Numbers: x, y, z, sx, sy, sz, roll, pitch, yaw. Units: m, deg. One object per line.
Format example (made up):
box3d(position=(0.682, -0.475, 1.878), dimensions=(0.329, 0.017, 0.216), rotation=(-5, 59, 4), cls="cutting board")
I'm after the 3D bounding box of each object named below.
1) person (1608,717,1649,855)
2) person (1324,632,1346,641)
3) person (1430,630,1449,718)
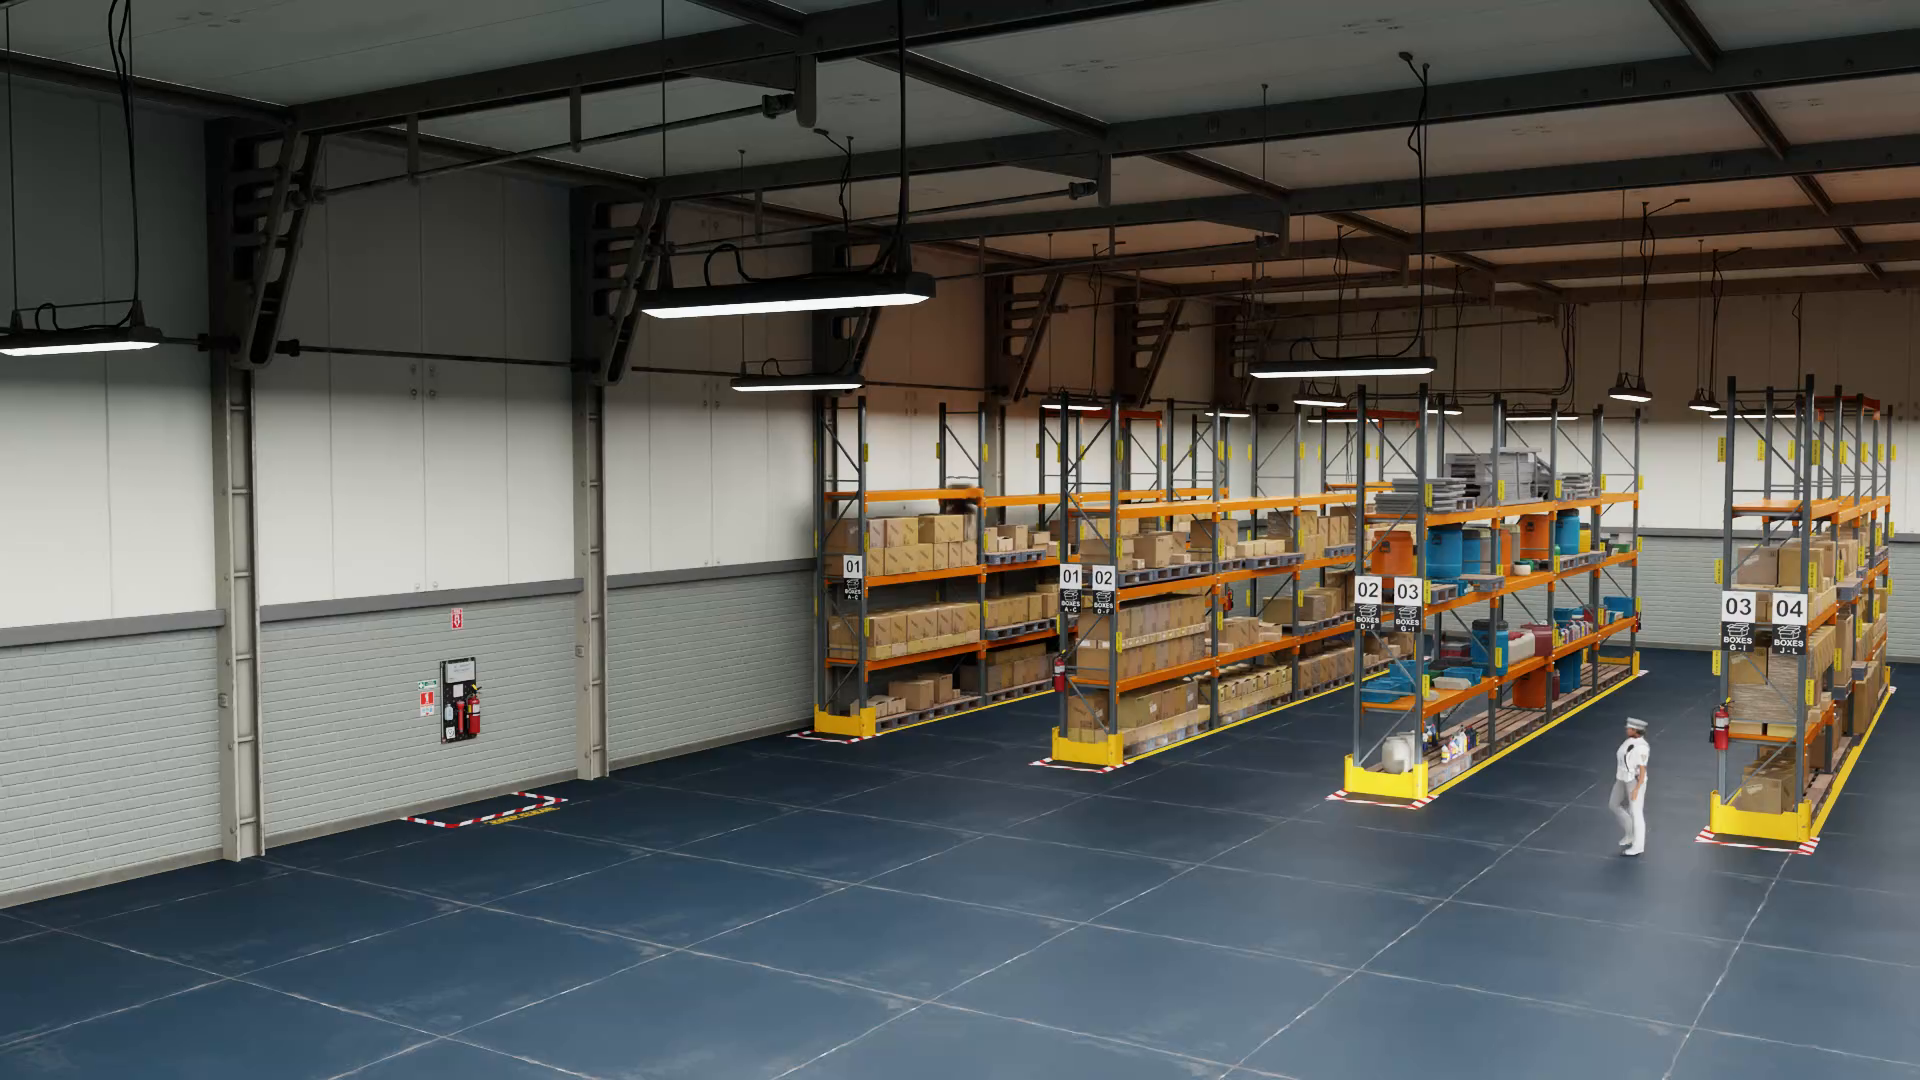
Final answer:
box3d(position=(8.433, 3.064, 20.894), dimensions=(0.444, 1.686, 0.560), rotation=(-1, 3, -14), cls="person")
box3d(position=(9.831, 1.909, 43.553), dimensions=(0.525, 1.598, 0.865), rotation=(-2, 4, -34), cls="person")
box3d(position=(9.068, 2.532, 31.444), dimensions=(0.515, 1.693, 0.545), rotation=(-2, 4, -37), cls="person")
